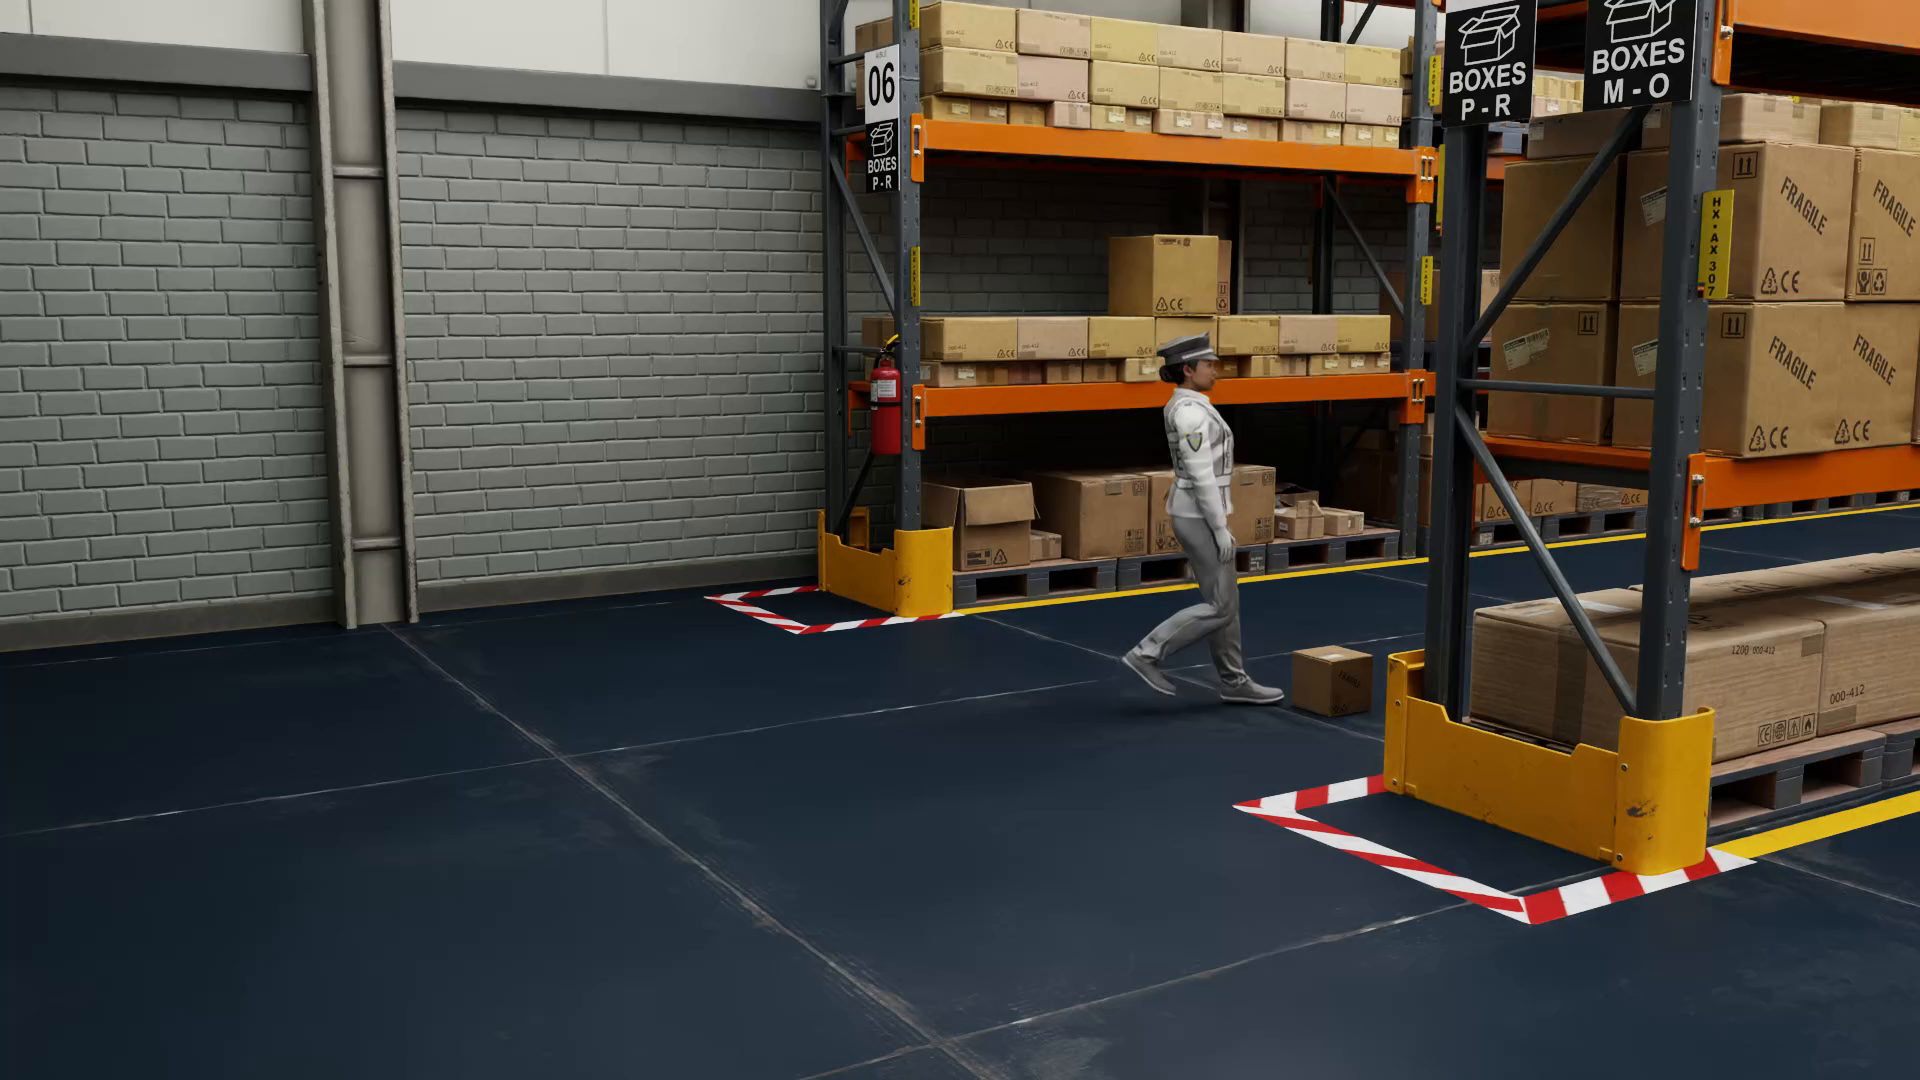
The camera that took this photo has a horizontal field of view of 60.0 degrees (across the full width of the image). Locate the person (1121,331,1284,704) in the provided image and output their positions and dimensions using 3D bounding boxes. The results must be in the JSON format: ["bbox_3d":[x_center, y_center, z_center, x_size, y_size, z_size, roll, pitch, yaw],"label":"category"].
[{"bbox_3d":[1.083,-0.085,7.311,0.745,1.661,0.502,0,8,2],"label":"person"}]
